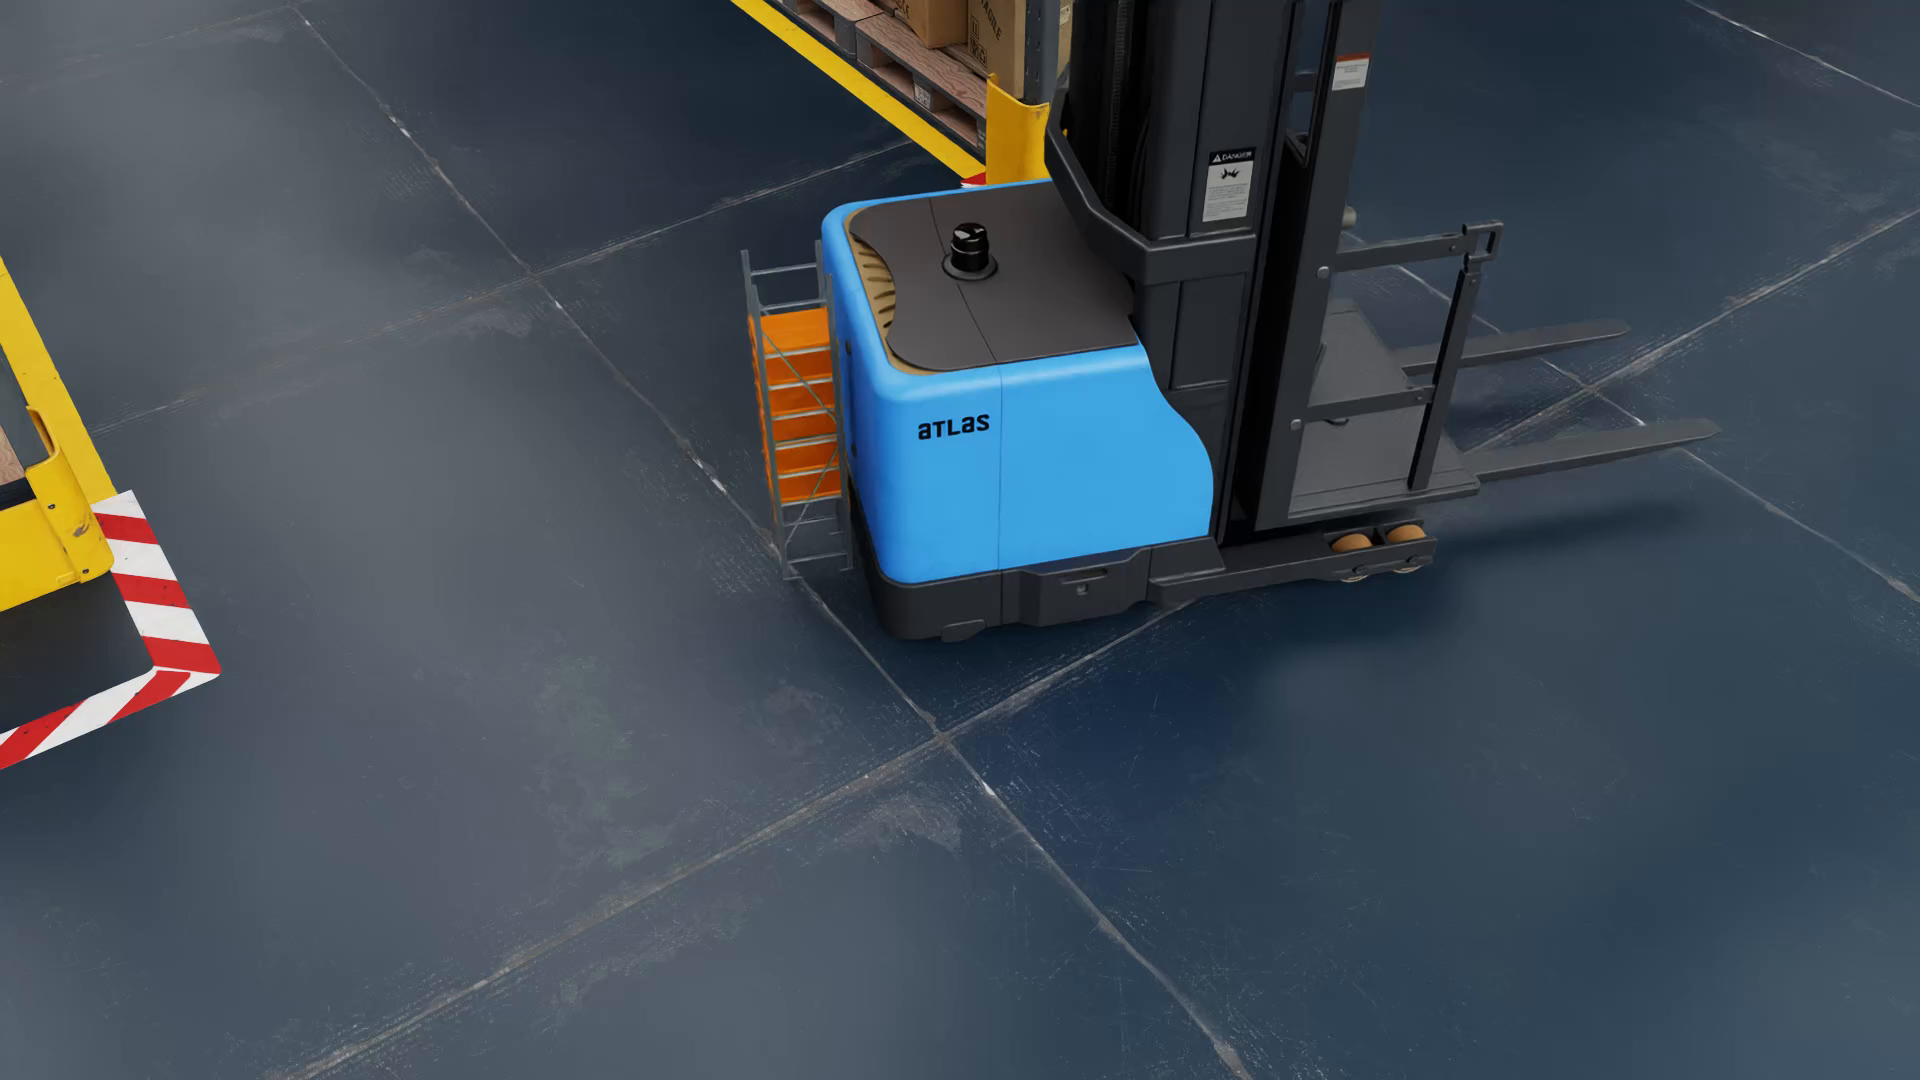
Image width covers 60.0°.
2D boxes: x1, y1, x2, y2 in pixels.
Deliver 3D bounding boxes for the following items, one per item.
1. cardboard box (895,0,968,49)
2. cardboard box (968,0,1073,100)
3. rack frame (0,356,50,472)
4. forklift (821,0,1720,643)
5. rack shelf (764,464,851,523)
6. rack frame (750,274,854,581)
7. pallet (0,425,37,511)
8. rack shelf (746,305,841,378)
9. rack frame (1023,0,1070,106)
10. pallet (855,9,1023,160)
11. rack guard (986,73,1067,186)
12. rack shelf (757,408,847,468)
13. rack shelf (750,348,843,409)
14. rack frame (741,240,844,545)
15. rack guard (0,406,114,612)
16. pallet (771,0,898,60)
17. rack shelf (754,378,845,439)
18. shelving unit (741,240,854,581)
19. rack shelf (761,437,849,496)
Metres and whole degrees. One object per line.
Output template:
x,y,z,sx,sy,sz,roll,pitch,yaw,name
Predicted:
-0.004,-2.720,7.933,0.500,0.500,0.500,-14,45,-14,cardboard box
0.366,-2.395,7.593,0.500,0.500,0.500,-17,46,-17,cardboard box
-3.353,-0.831,4.448,1.000,3.000,0.127,-26,49,-24,rack frame
1.117,-1.266,4.953,3.031,2.935,1.130,-9,44,-10,forklift
-0.502,-0.172,5.471,0.258,0.103,0.180,-10,44,-9,rack shelf
-0.483,-0.316,5.210,0.240,1.200,0.006,-10,44,-9,rack frame
-3.896,-0.309,5.920,1.003,0.211,1.213,-26,49,-24,pallet
-0.506,-0.605,5.056,0.258,0.103,0.180,-10,44,-9,rack shelf
0.709,-2.787,6.497,1.000,3.000,0.127,-26,49,-24,rack frame
0.230,-2.296,8.002,1.003,0.211,1.213,-26,49,-24,pallet
0.666,-1.926,7.406,1.175,0.500,0.348,-26,49,-24,rack guard
-0.504,-0.345,5.305,0.258,0.103,0.180,-10,44,-9,rack shelf
-0.505,-0.518,5.139,0.258,0.103,0.180,-10,44,-9,rack shelf
-0.525,-0.439,5.339,0.240,1.200,0.006,-10,44,-9,rack frame
-3.435,0.049,5.337,1.175,0.500,0.348,-26,49,-24,rack guard
-0.464,-2.986,8.725,1.003,0.211,1.213,-26,49,-24,pallet
-0.504,-0.432,5.222,0.258,0.103,0.180,-10,44,-9,rack shelf
-0.504,-0.377,5.275,0.258,1.200,0.189,-10,44,-9,shelving unit
-0.503,-0.258,5.388,0.258,0.103,0.180,-10,44,-9,rack shelf
